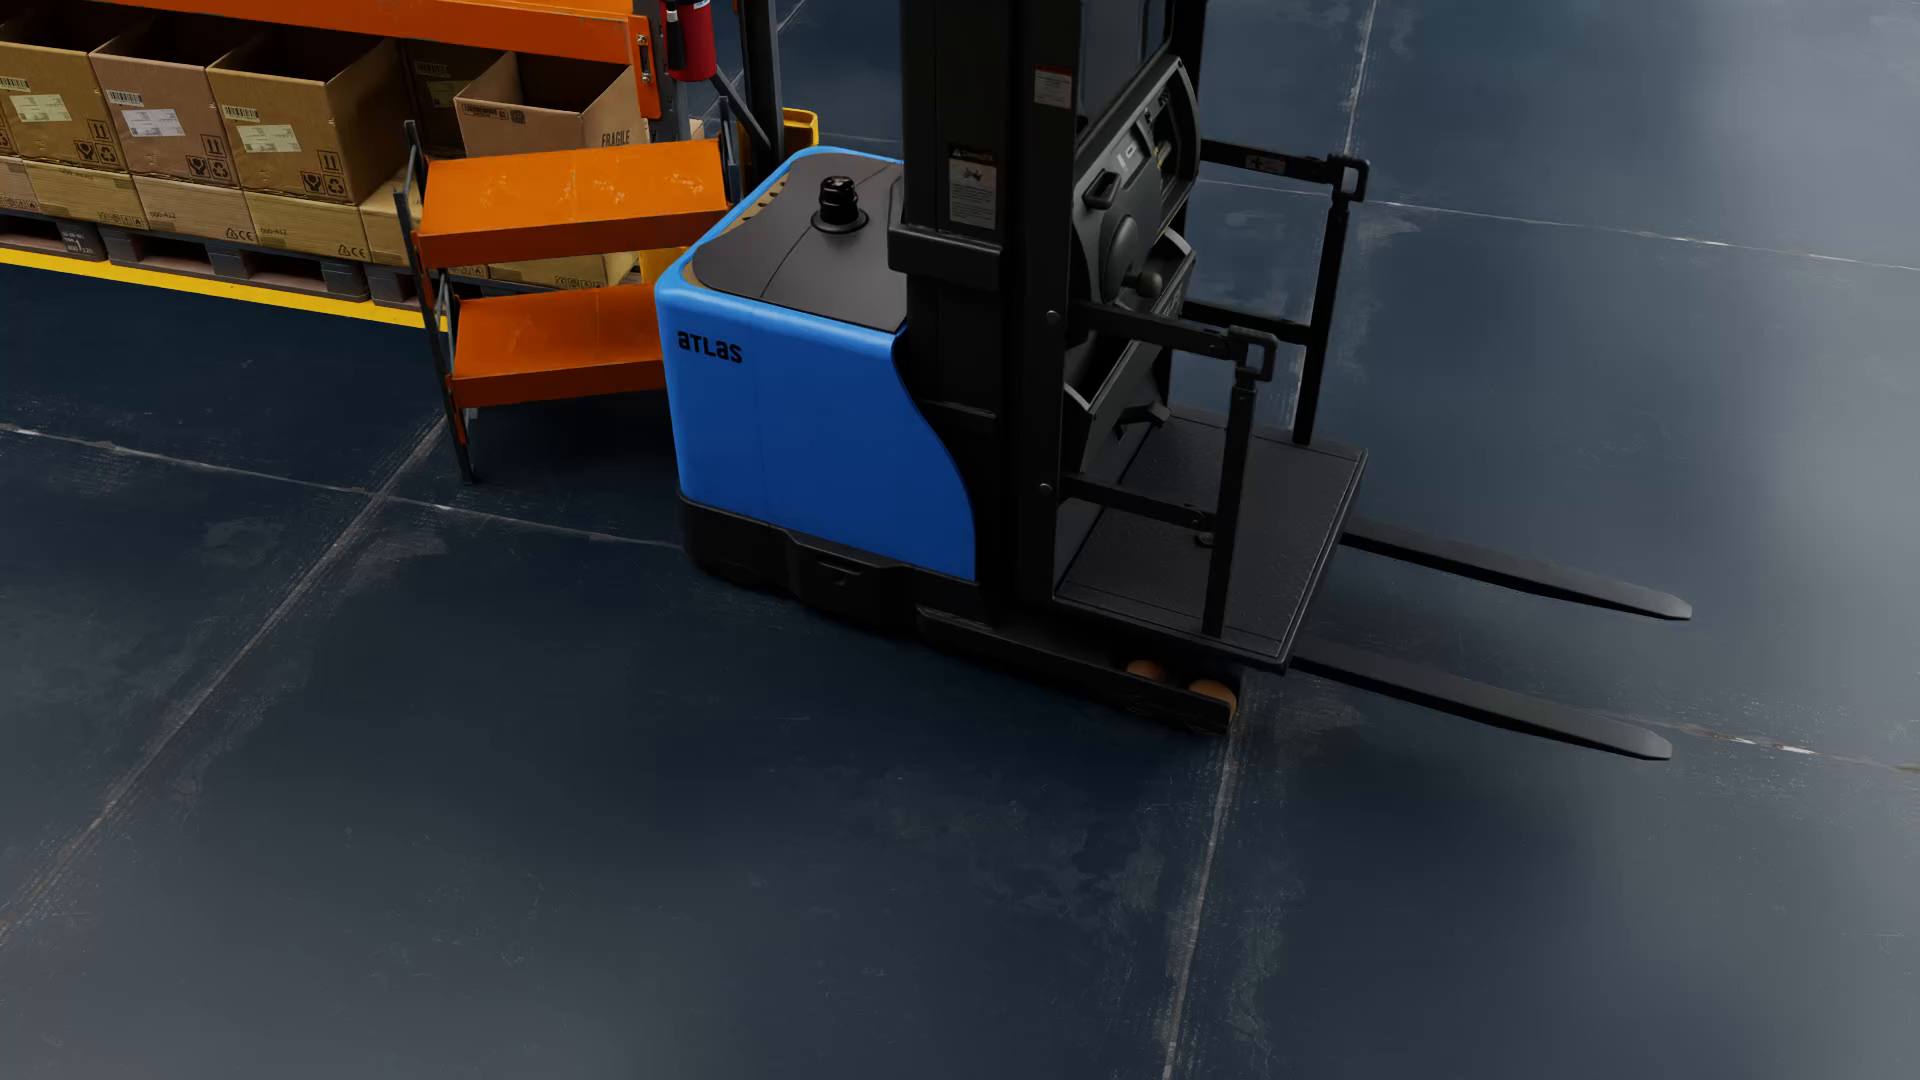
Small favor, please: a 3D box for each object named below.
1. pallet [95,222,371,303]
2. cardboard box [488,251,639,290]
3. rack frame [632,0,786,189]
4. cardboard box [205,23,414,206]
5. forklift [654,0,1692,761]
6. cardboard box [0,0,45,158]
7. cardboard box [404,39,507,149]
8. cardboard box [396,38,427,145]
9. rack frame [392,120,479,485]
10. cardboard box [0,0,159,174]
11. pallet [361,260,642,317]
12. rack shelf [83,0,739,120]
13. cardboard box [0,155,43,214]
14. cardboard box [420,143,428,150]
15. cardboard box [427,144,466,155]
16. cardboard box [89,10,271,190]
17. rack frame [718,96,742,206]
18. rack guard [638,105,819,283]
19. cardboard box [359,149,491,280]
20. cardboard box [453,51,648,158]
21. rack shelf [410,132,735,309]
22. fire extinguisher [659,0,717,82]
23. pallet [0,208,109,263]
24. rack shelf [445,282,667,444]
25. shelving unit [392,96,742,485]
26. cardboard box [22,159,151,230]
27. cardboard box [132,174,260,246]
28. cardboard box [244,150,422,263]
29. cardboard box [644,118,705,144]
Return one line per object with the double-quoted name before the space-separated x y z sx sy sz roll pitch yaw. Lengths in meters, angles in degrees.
"pallet" -2.836 -1.438 7.092 1.213 0.211 1.003 10 41 11
"cardboard box" -1.506 -1.214 6.469 0.500 0.250 0.500 10 41 11
"rack frame" -0.911 -2.201 5.832 0.127 3.000 1.000 10 41 11
"cardboard box" -2.476 -1.657 6.413 0.500 0.500 0.500 10 41 11
"forklift" 0.663 -0.944 4.389 3.031 2.935 1.130 16 42 18
"cardboard box" -3.923 -1.911 6.715 0.500 0.500 0.500 10 41 11
"cardboard box" -1.856 -1.905 6.708 0.500 0.500 0.500 10 41 11
"cardboard box" -2.342 -1.980 6.798 0.500 0.500 0.500 10 41 11
"rack frame" -1.752 -0.781 5.599 0.032 1.125 0.500 -7 40 -8
"cardboard box" -3.442 -1.823 6.611 0.500 0.500 0.500 10 41 11
"pallet" -1.661 -1.234 6.849 1.213 0.211 1.003 10 41 11
"rack shelf" -2.844 -2.258 6.459 4.000 0.370 1.077 10 41 11
"cardboard box" -3.924 -1.622 6.954 0.500 0.250 0.500 10 41 11
"cardboard box" -2.339 -1.700 7.048 0.500 0.250 0.500 10 41 11
"cardboard box" -1.856 -1.617 6.948 0.500 0.250 0.500 10 41 11
"cardboard box" -2.959 -1.741 6.513 0.500 0.500 0.500 10 41 11
"rack frame" -0.751 -0.896 5.736 0.032 1.125 0.500 -7 40 -8
"rack guard" -0.888 -1.240 6.631 0.348 0.500 1.175 10 41 11
"cardboard box" -1.992 -1.290 6.559 0.500 0.250 0.500 10 41 11
"cardboard box" -1.506 -1.500 6.226 0.500 0.500 0.500 10 41 11
"rack shelf" -1.251 -1.063 5.479 1.000 0.278 0.538 -7 40 -8
"fire extinguisher" -0.917 -1.863 5.490 0.183 0.674 0.296 10 41 11
"pallet" -4.018 -1.640 7.332 1.213 0.211 1.003 10 41 11
"rack shelf" -1.251 -0.651 5.825 1.000 0.278 0.538 -7 40 -8
"shelving unit" -1.251 -0.839 5.668 1.048 1.125 0.538 -7 40 -8
"cardboard box" -3.443 -1.536 6.851 0.500 0.250 0.500 10 41 11
"cardboard box" -2.958 -1.456 6.757 0.500 0.250 0.500 10 41 11
"cardboard box" -2.475 -1.372 6.657 0.500 0.250 0.500 10 41 11
"cardboard box" -1.372 -1.536 6.852 0.500 0.250 0.500 10 41 11
